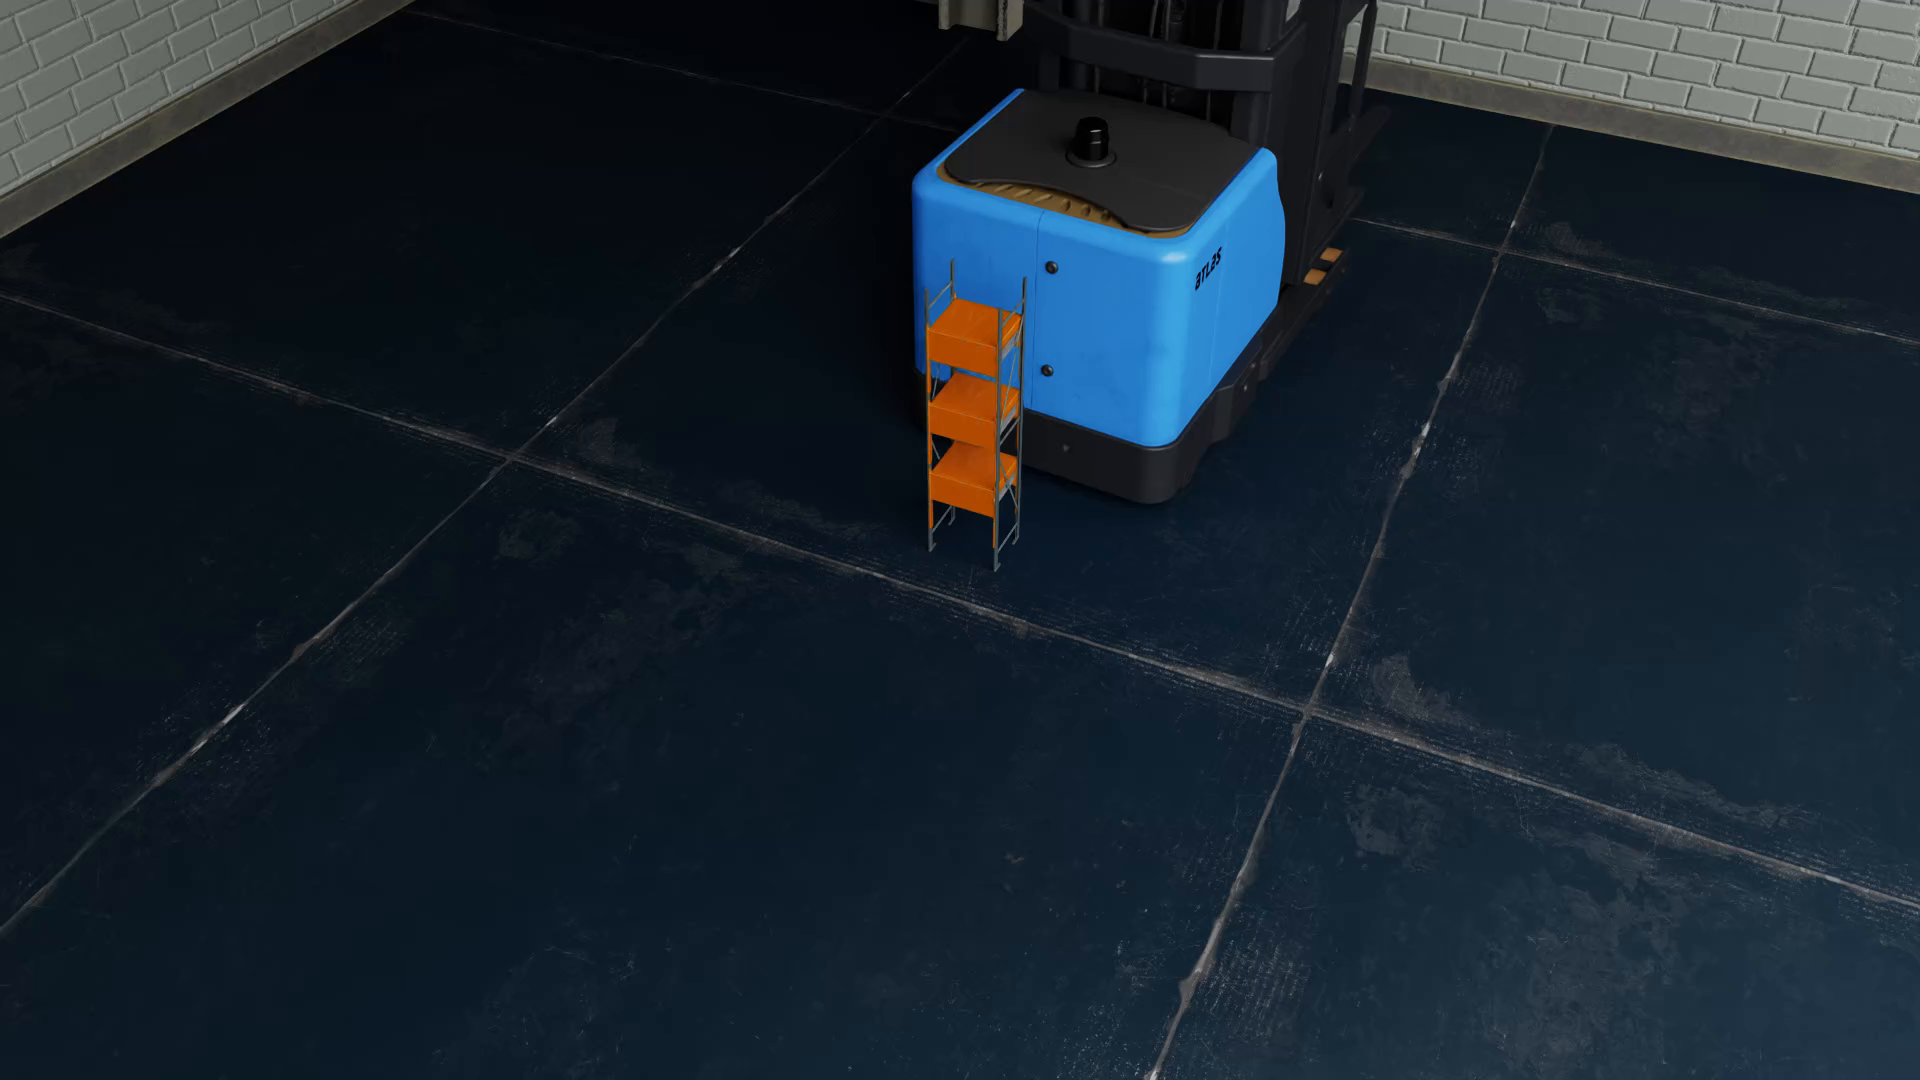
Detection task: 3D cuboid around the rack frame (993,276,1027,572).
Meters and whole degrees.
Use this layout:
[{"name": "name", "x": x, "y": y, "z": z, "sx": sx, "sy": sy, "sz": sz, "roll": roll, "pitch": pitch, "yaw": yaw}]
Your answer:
[{"name": "rack frame", "x": 0.159, "y": -0.348, "z": 5.350, "sx": 0.008, "sy": 1.050, "sz": 0.200, "roll": 17, "pitch": 44, "yaw": 19}]

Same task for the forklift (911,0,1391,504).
[{"name": "forklift", "x": 0.975, "y": -2.186, "z": 6.035, "sx": 1.130, "sy": 2.935, "sz": 3.031, "roll": 20, "pitch": 45, "yaw": 21}]

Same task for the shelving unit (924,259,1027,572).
[{"name": "shelving unit", "x": 0.048, "y": -0.382, "z": 5.389, "sx": 0.252, "sy": 1.050, "sz": 0.215, "roll": 17, "pitch": 44, "yaw": 19}]

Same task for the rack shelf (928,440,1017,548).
[{"name": "rack shelf", "x": 0.048, "y": -0.164, "z": 5.578, "sx": 0.240, "sy": 0.259, "sz": 0.215, "roll": 17, "pitch": 44, "yaw": 19}]

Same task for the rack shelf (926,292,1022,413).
[{"name": "rack shelf", "x": 0.048, "y": -0.588, "z": 5.210, "sx": 0.240, "sy": 0.259, "sz": 0.215, "roll": 17, "pitch": 44, "yaw": 19}]

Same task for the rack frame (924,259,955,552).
[{"name": "rack frame", "x": -0.062, "y": -0.416, "z": 5.428, "sx": 0.008, "sy": 1.050, "sz": 0.200, "roll": 17, "pitch": 44, "yaw": 19}]

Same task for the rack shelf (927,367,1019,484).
[{"name": "rack shelf", "x": 0.048, "y": -0.374, "z": 5.396, "sx": 0.240, "sy": 0.259, "sz": 0.215, "roll": 17, "pitch": 44, "yaw": 19}]

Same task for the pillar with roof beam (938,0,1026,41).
[{"name": "pillar with roof beam", "x": -1.694, "y": -3.628, "z": 3.065, "sx": 0.400, "sy": 9.000, "sz": 9.100, "roll": 17, "pitch": 44, "yaw": 19}]
